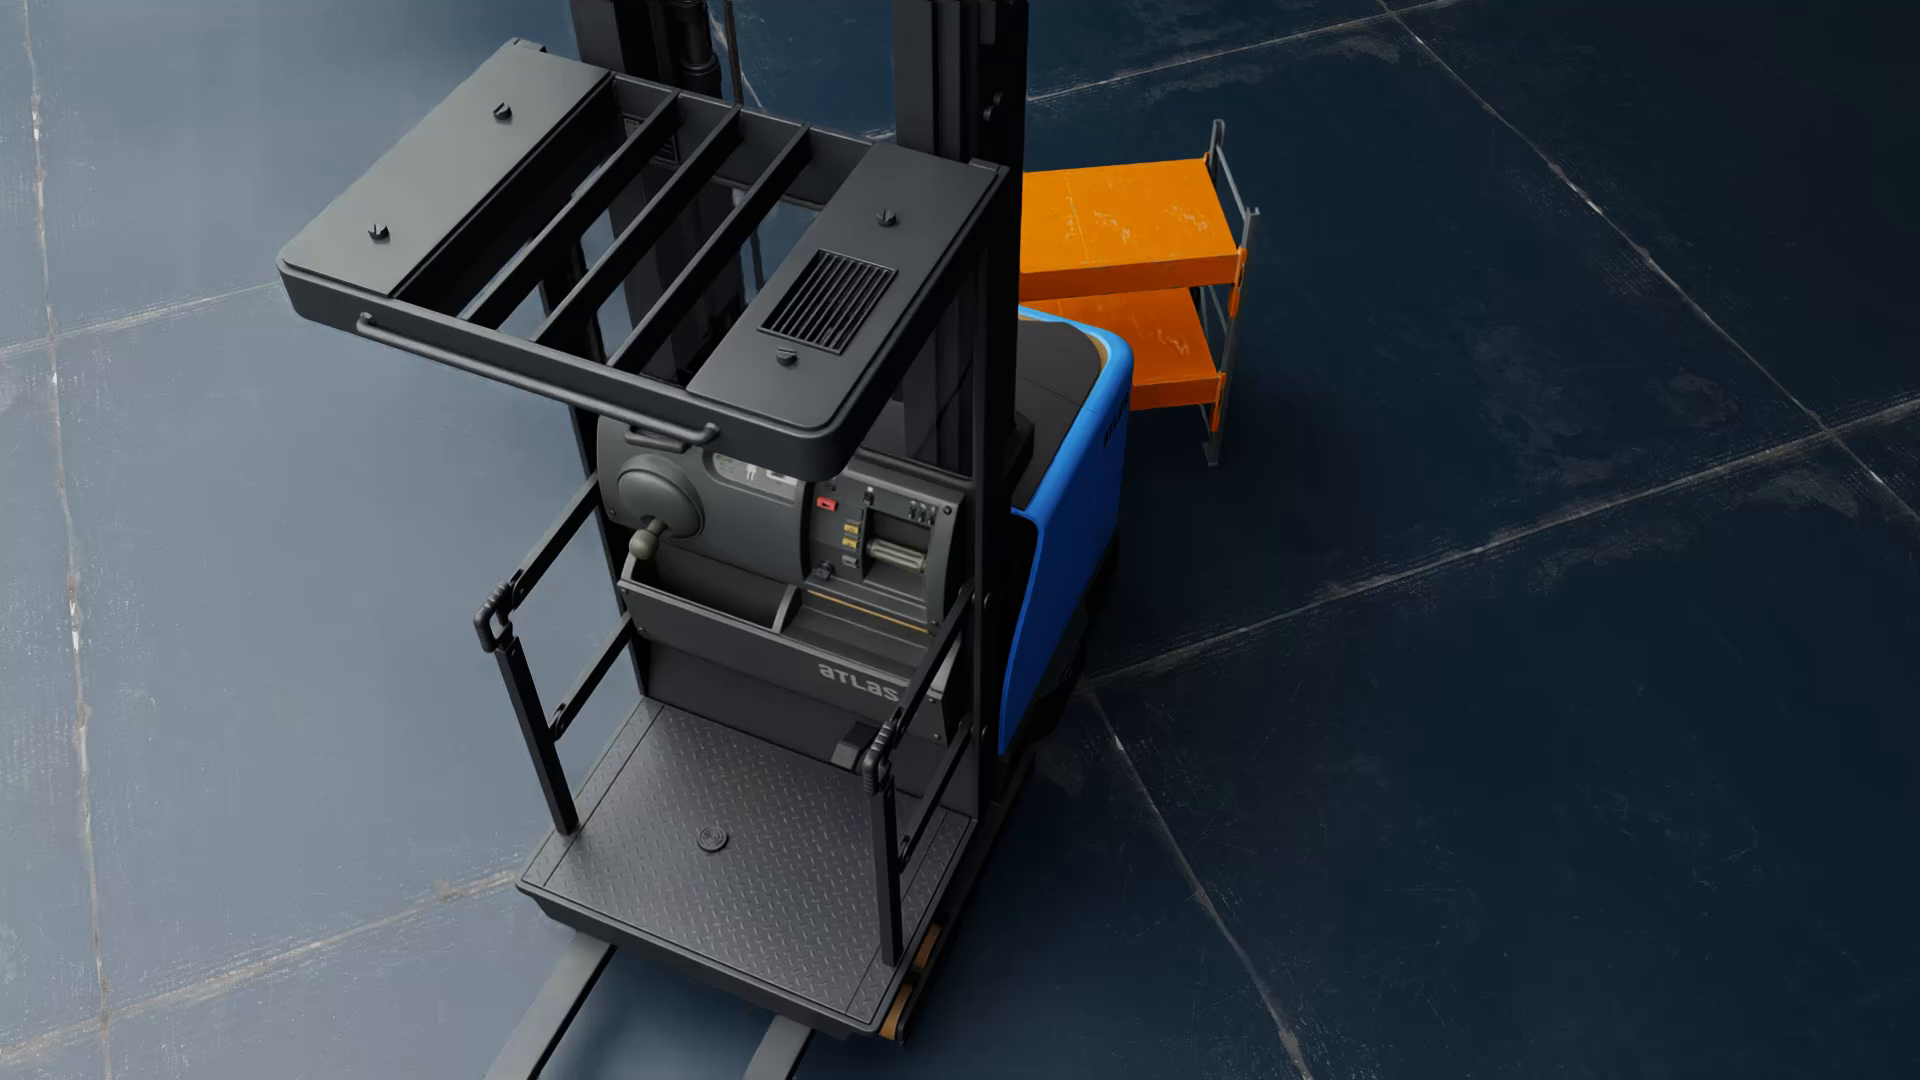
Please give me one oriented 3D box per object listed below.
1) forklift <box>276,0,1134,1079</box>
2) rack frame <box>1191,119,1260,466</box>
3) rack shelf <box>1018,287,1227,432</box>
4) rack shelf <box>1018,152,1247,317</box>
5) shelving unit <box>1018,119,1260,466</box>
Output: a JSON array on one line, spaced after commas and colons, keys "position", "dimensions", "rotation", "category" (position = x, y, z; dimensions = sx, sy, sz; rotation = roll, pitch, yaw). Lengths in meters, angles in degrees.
[{"position": [-0.525, 0.034, 3.788], "dimensions": [1.130, 2.935, 3.031], "rotation": [18, 52, 15], "category": "forklift"}, {"position": [0.878, -0.824, 5.716], "dimensions": [0.032, 1.125, 0.500], "rotation": [-6, 50, -5], "category": "rack frame"}, {"position": [0.374, -0.614, 5.858], "dimensions": [1.000, 0.278, 0.538], "rotation": [-6, 50, -5], "category": "rack shelf"}, {"position": [0.374, -0.964, 5.450], "dimensions": [1.000, 0.278, 0.538], "rotation": [-6, 50, -5], "category": "rack shelf"}, {"position": [0.374, -0.773, 5.672], "dimensions": [1.048, 1.125, 0.538], "rotation": [-6, 50, -5], "category": "shelving unit"}]
